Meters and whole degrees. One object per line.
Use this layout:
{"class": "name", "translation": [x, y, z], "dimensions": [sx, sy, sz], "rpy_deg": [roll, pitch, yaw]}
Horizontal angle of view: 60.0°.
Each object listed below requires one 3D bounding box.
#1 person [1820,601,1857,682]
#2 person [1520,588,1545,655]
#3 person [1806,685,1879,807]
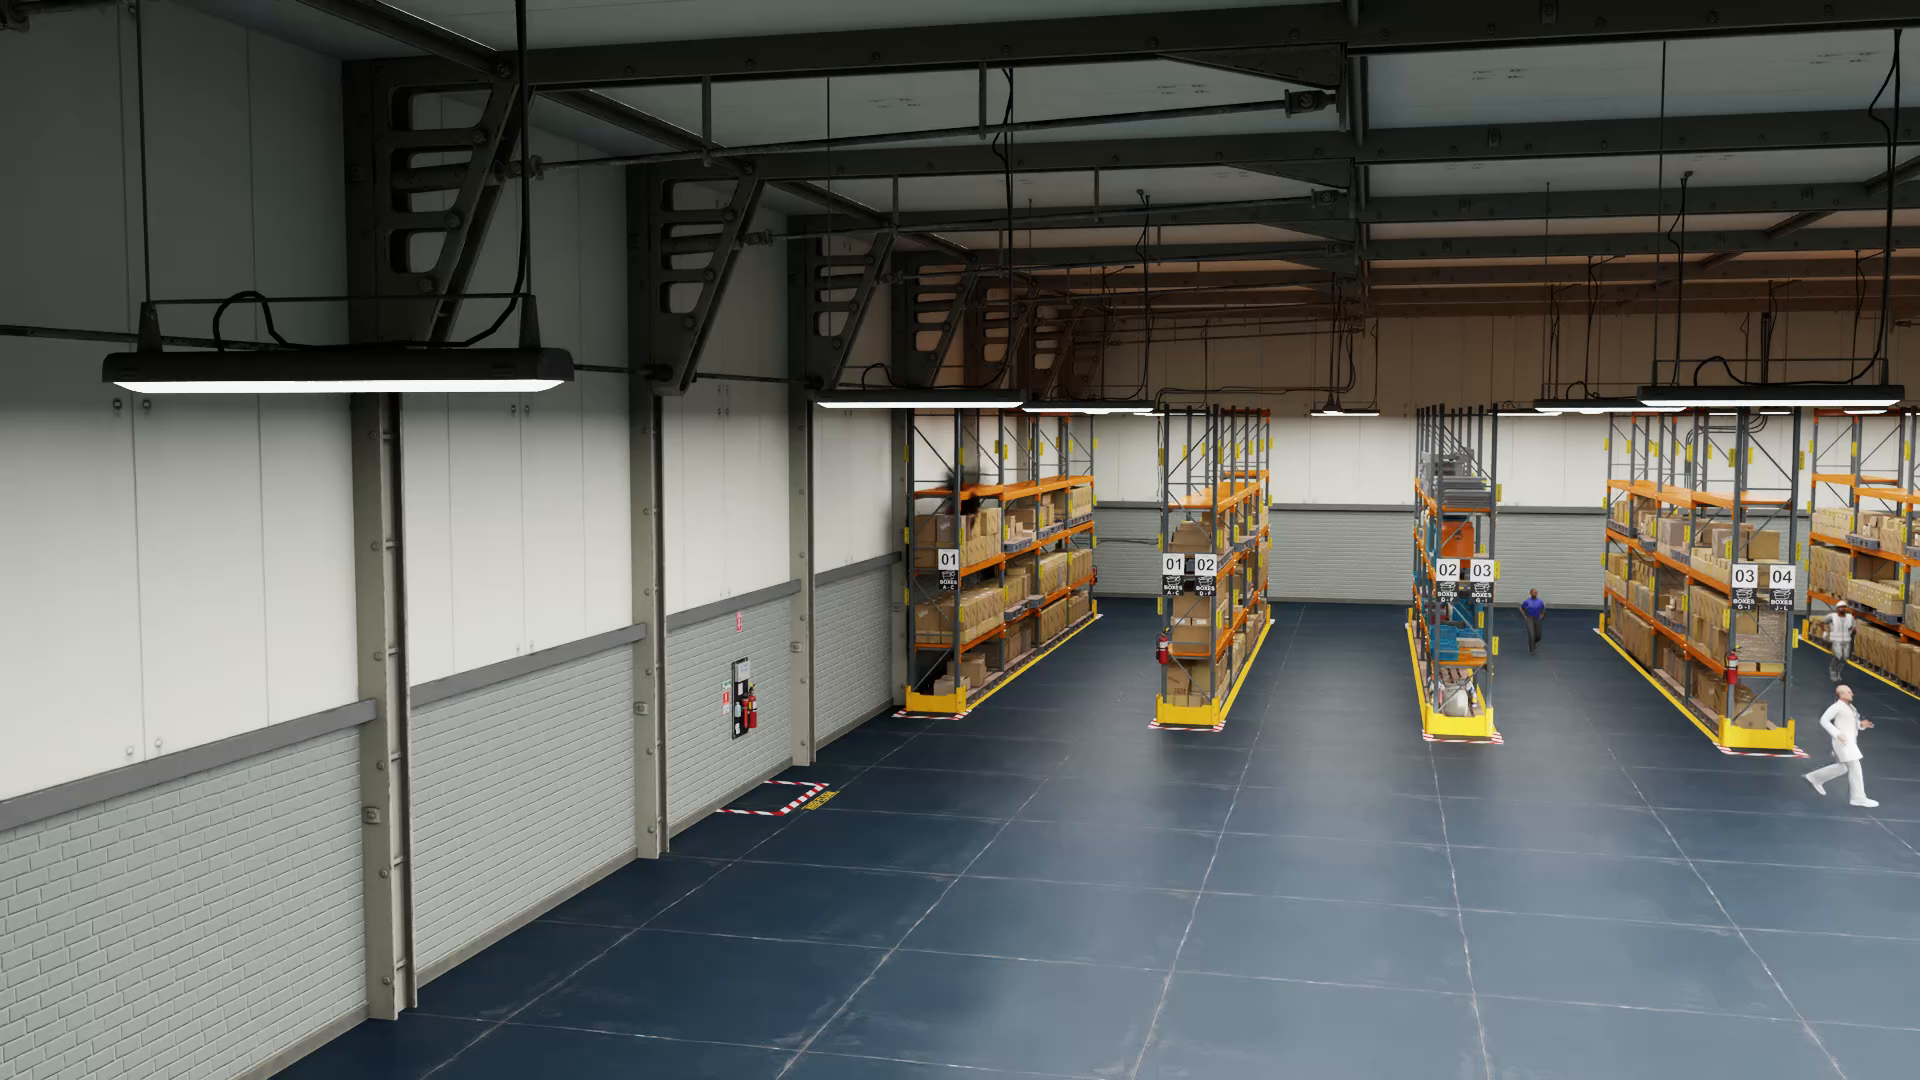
{"class": "person", "translation": [19.115, 2.205, 36.092], "dimensions": [0.660, 1.768, 0.682], "rpy_deg": [0, 4, 6]}
{"class": "person", "translation": [13.920, 1.976, 40.419], "dimensions": [0.580, 1.607, 0.668], "rpy_deg": [1, 4, 7]}
{"class": "person", "translation": [13.114, 3.028, 24.699], "dimensions": [1.027, 1.754, 0.714], "rpy_deg": [4, 6, 42]}
